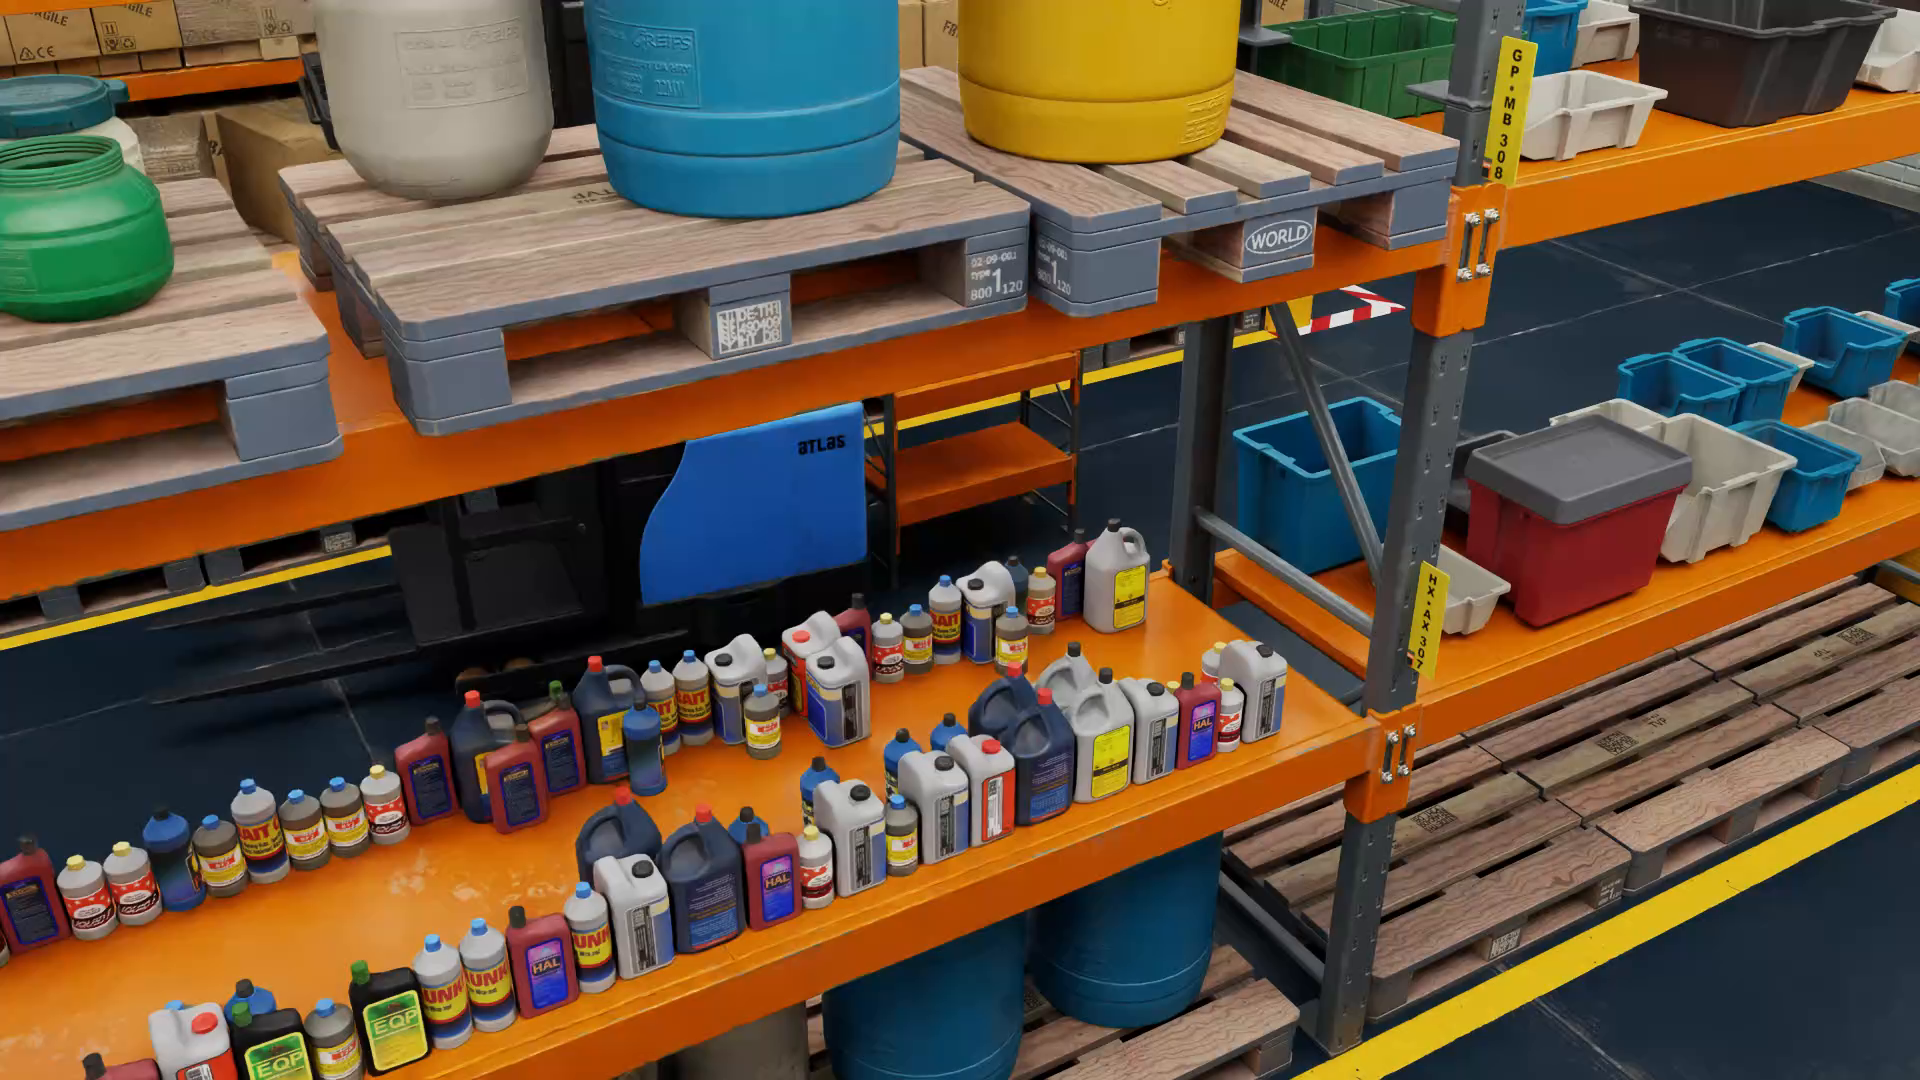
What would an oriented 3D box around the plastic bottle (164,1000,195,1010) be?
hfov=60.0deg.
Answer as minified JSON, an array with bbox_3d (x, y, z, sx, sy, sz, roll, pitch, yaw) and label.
[{"bbox_3d":[-1.614,1.044,3.460,0.097,0.201,0.097,0,29,0],"label":"plastic bottle"}]

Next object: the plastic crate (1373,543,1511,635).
[{"bbox_3d":[1.452,0.144,5.095,0.243,0.136,0.396,-16,33,-26],"label":"plastic crate"}]

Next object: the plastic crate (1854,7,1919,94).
[{"bbox_3d":[2.771,-1.458,4.957,0.530,0.136,0.437,-16,33,-26],"label":"plastic crate"}]

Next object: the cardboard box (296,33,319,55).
[{"bbox_3d":[-4.641,-3.599,11.907,0.250,0.149,0.380,-15,32,-25],"label":"cardboard box"}]

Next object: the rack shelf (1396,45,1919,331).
[{"bbox_3d":[2.703,-1.378,5.283,4.000,0.370,1.077,-16,33,-26],"label":"rack shelf"}]

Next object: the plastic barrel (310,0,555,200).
[{"bbox_3d":[-1.018,-0.965,3.214,0.433,0.535,0.433,0,29,0],"label":"plastic barrel"}]

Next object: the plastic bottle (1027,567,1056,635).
[{"bbox_3d":[0.241,0.177,5.030,0.097,0.201,0.097,0,29,0],"label":"plastic bottle"}]

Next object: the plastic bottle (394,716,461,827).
[{"bbox_3d":[-1.352,0.583,4.210,0.133,0.283,0.061,-16,33,-26],"label":"plastic bottle"}]

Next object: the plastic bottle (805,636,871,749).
[{"bbox_3d":[-0.335,0.408,4.534,0.135,0.276,0.152,-16,33,-26],"label":"plastic bottle"}]

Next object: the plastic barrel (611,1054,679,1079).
[{"bbox_3d":[-1.084,1.557,4.385,0.708,0.588,0.600,-16,33,-26],"label":"plastic barrel"}]

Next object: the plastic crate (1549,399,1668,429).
[{"bbox_3d":[2.327,-0.353,5.996,0.466,0.136,0.293,-16,33,-26],"label":"plastic crate"}]

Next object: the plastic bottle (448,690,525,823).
[{"bbox_3d":[-1.194,0.532,4.232,0.185,0.351,0.144,-16,33,-26],"label":"plastic bottle"}]

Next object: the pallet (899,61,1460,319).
[{"bbox_3d":[0.352,-0.889,3.847,1.003,0.211,1.213,-16,33,-26],"label":"pallet"}]

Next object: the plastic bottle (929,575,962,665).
[{"bbox_3d":[-0.043,0.227,4.867,0.097,0.271,0.097,0,29,0],"label":"plastic bottle"}]

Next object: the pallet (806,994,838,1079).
[{"bbox_3d":[-0.761,1.802,4.765,1.213,0.211,1.003,-16,33,-26],"label":"pallet"}]

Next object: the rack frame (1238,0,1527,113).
[{"bbox_3d":[0.978,-2.517,3.498,0.127,3.000,1.000,-16,33,-26],"label":"rack frame"}]

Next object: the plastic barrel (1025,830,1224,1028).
[{"bbox_3d":[0.501,0.970,5.124,0.708,0.901,0.600,-16,33,-26],"label":"plastic barrel"}]

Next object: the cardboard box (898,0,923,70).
[{"bbox_3d":[-0.535,-2.561,8.648,0.500,0.500,0.500,-17,33,-28],"label":"cardboard box"}]

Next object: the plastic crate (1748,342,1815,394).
[{"bbox_3d":[3.144,-0.647,6.529,0.298,0.136,0.250,-16,33,-26],"label":"plastic crate"}]

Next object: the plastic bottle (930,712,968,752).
[{"bbox_3d":[-0.027,0.562,4.260,0.097,0.271,0.097,0,29,0],"label":"plastic bottle"}]

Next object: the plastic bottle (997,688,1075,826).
[{"bbox_3d":[0.192,0.538,4.222,0.185,0.351,0.144,-16,33,-26],"label":"plastic bottle"}]

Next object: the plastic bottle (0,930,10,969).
[{"bbox_3d":[-2.229,0.878,3.760,0.097,0.201,0.097,0,29,0],"label":"plastic bottle"}]

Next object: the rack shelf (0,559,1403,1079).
[{"bbox_3d":[-0.746,0.914,4.234,4.000,0.370,1.077,-16,33,-26],"label":"rack shelf"}]

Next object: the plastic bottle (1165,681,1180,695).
[{"bbox_3d":[0.570,0.475,4.491,0.097,0.201,0.097,0,29,0],"label":"plastic bottle"}]

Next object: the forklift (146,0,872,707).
[{"bbox_3d":[-1.969,-0.870,6.793,3.031,2.935,1.130,-12,31,-20],"label":"forklift"}]

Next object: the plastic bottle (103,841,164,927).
[{"bbox_3d":[-1.946,0.798,3.905,0.097,0.201,0.097,0,29,0],"label":"plastic bottle"}]

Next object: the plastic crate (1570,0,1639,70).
[{"bbox_3d":[1.882,-1.558,5.138,0.466,0.136,0.293,-16,33,-26],"label":"plastic crate"}]

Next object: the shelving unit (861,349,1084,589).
[{"bbox_3d":[0.006,-0.494,7.981,1.048,1.125,0.538,-16,33,-26],"label":"shelving unit"}]

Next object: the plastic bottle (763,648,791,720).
[{"bbox_3d":[-0.526,0.395,4.636,0.097,0.201,0.097,0,29,0],"label":"plastic bottle"}]

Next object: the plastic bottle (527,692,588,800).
[{"bbox_3d":[-1.047,0.531,4.305,0.133,0.283,0.061,-16,33,-26],"label":"plastic bottle"}]

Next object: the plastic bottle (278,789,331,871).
[{"bbox_3d":[-1.610,0.703,4.078,0.097,0.201,0.097,0,29,0],"label":"plastic bottle"}]

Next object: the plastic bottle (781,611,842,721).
[{"bbox_3d":[-0.412,0.345,4.649,0.135,0.276,0.152,-16,33,-26],"label":"plastic bottle"}]

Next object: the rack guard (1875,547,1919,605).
[{"bbox_3d":[4.441,0.213,7.346,0.348,0.500,1.175,-16,33,-26],"label":"rack guard"}]

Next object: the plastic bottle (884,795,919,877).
[{"bbox_3d":[-0.150,0.713,4.059,0.097,0.201,0.097,0,29,0],"label":"plastic bottle"}]

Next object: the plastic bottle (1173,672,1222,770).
[{"bbox_3d":[0.626,0.467,4.419,0.133,0.283,0.061,-16,33,-26],"label":"plastic bottle"}]

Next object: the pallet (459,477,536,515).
[{"bbox_3d":[-2.210,-0.519,8.972,1.213,0.211,1.003,-16,33,-26],"label":"pallet"}]

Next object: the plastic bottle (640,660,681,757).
[{"bbox_3d":[-0.810,0.445,4.473,0.097,0.271,0.097,0,29,0],"label":"plastic bottle"}]

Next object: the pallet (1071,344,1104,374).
[{"bbox_3d":[0.118,-1.202,10.210,1.213,0.211,1.003,-16,33,-26],"label":"pallet"}]

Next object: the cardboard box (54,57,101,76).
[{"bbox_3d":[-5.993,-3.248,11.270,0.250,0.149,0.380,-15,32,-26],"label":"cardboard box"}]

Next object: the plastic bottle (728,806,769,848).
[{"bbox_3d":[-0.495,0.747,3.926,0.097,0.271,0.097,0,29,0],"label":"plastic bottle"}]

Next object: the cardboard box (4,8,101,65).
[{"bbox_3d":[-6.056,-3.479,11.017,0.500,0.500,0.500,-16,33,-27],"label":"cardboard box"}]

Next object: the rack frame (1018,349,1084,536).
[{"bbox_3d":[0.444,-0.619,8.207,0.032,1.125,0.500,-16,33,-26],"label":"rack frame"}]

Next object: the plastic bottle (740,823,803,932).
[{"bbox_3d":[-0.440,0.770,3.871,0.133,0.283,0.061,-16,33,-26],"label":"plastic bottle"}]

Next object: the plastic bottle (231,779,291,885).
[{"bbox_3d":[-1.694,0.696,4.018,0.097,0.271,0.097,0,29,0],"label":"plastic bottle"}]

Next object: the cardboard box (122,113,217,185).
[{"bbox_3d":[-3.606,-1.549,7.414,0.500,0.500,0.700,-10,30,-17],"label":"cardboard box"}]

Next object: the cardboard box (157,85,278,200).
[{"bbox_3d":[-5.300,-2.828,12.061,0.750,0.750,0.750,-15,32,-25],"label":"cardboard box"}]

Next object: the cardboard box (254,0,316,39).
[{"bbox_3d":[-4.746,-3.853,11.696,0.500,0.500,0.500,-16,32,-26],"label":"cardboard box"}]

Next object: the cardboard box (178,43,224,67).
[{"bbox_3d":[-5.306,-3.423,11.587,0.250,0.149,0.380,-17,33,-28],"label":"cardboard box"}]

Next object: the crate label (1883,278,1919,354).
[{"bbox_3d":[4.047,-0.899,6.886,0.303,0.233,0.416,-16,33,-26],"label":"crate label"}]

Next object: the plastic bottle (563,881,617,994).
[{"bbox_3d":[-0.824,0.874,3.695,0.097,0.271,0.097,0,29,0],"label":"plastic bottle"}]

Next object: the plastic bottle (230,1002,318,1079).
[{"bbox_3d":[-1.396,1.041,3.379,0.133,0.283,0.061,-16,33,-26],"label":"plastic bottle"}]

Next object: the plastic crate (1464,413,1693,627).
[{"bbox_3d":[1.875,-0.059,5.124,0.583,0.464,0.402,-16,33,-26],"label":"plastic crate"}]

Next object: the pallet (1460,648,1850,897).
[{"bbox_3d":[2.646,0.834,6.521,1.213,0.211,1.003,-16,33,-26],"label":"pallet"}]

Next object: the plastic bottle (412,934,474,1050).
[{"bbox_3d":[-1.107,0.954,3.549,0.097,0.271,0.097,0,29,0],"label":"plastic bottle"}]

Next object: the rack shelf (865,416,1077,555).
[{"bbox_3d":[0.006,-0.280,8.099,1.000,0.278,0.538,-16,33,-26],"label":"rack shelf"}]

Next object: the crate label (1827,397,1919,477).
[{"bbox_3d":[3.331,-0.362,6.013,0.243,0.136,0.396,-16,33,-26],"label":"crate label"}]
